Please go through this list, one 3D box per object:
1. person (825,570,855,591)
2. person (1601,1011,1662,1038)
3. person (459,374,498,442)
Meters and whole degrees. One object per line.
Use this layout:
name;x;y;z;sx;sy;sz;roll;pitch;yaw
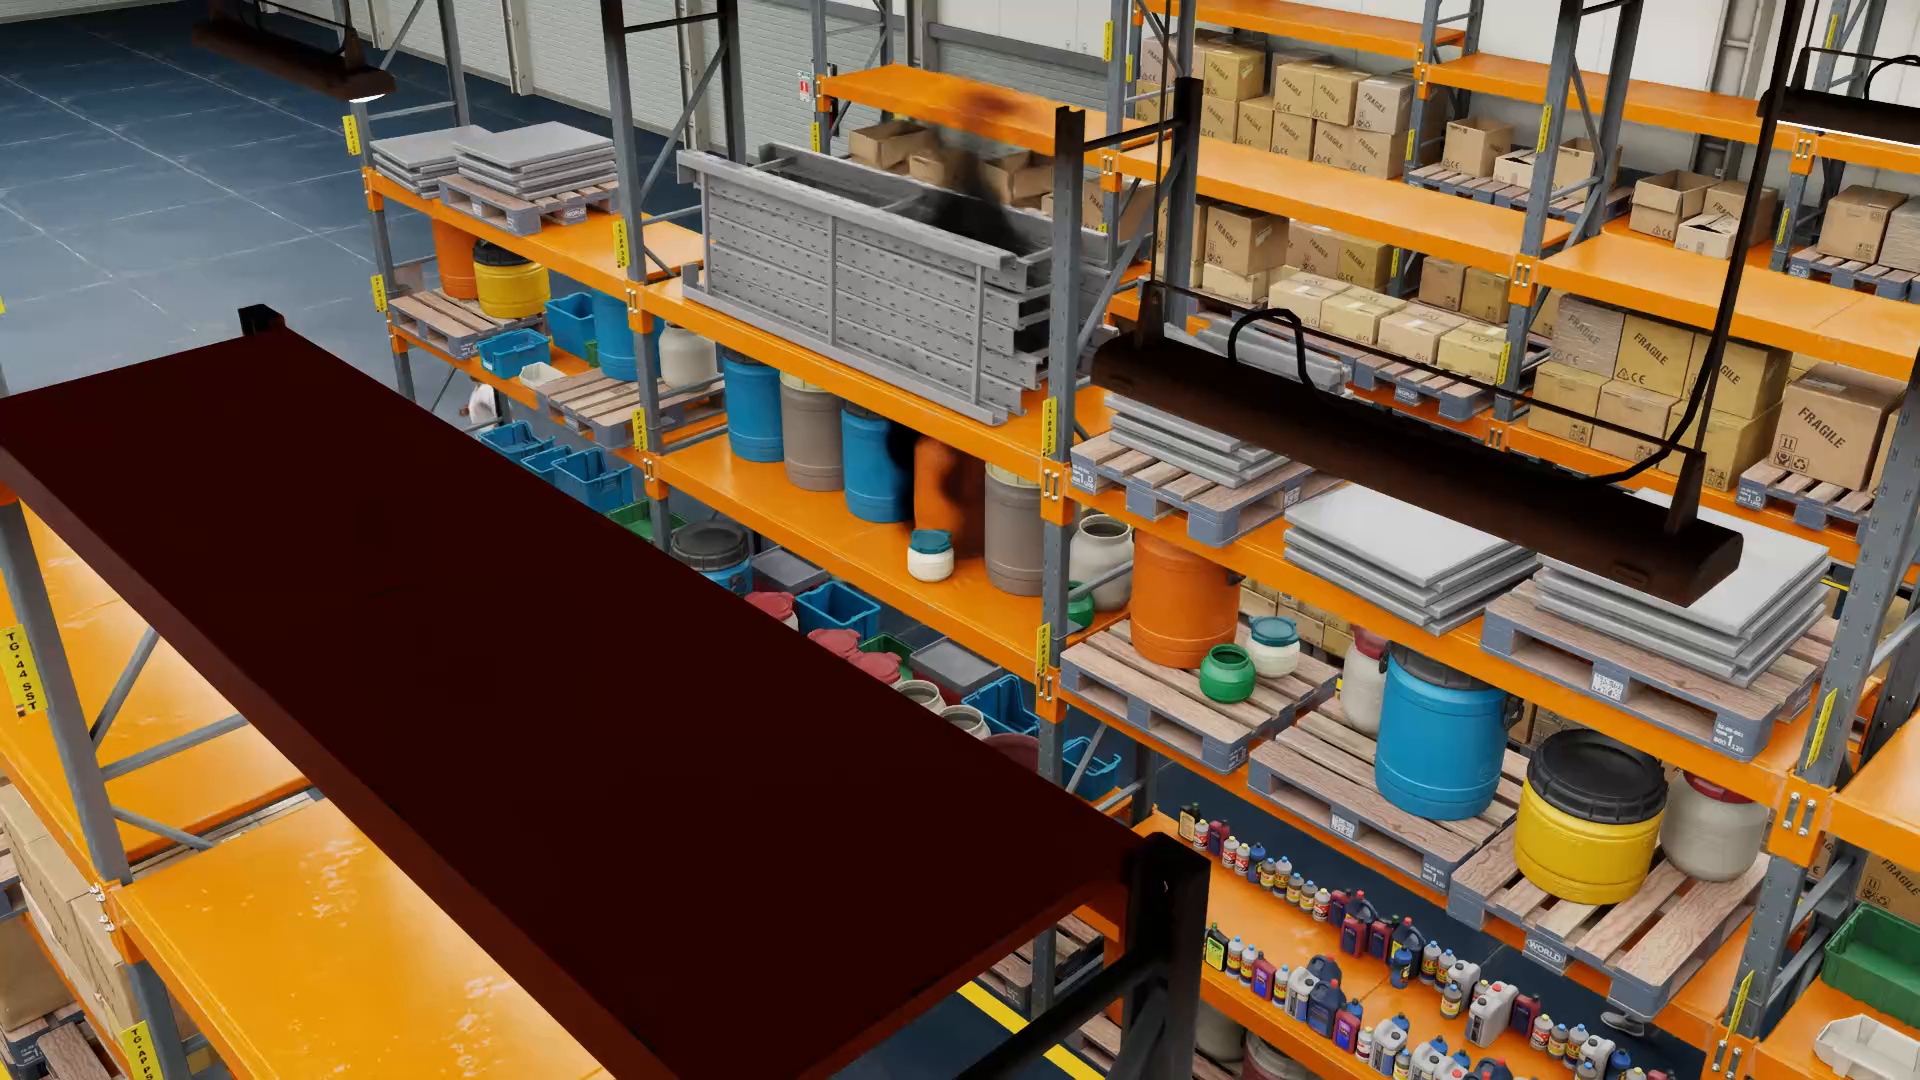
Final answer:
person;-1.032;0.275;14.611;0.528;1.610;0.789;-10;30;-19
person;4.370;2.486;10.498;0.616;1.659;0.531;-24;36;-37
person;-4.747;-1.055;16.912;0.991;1.758;0.715;-1;28;-2
